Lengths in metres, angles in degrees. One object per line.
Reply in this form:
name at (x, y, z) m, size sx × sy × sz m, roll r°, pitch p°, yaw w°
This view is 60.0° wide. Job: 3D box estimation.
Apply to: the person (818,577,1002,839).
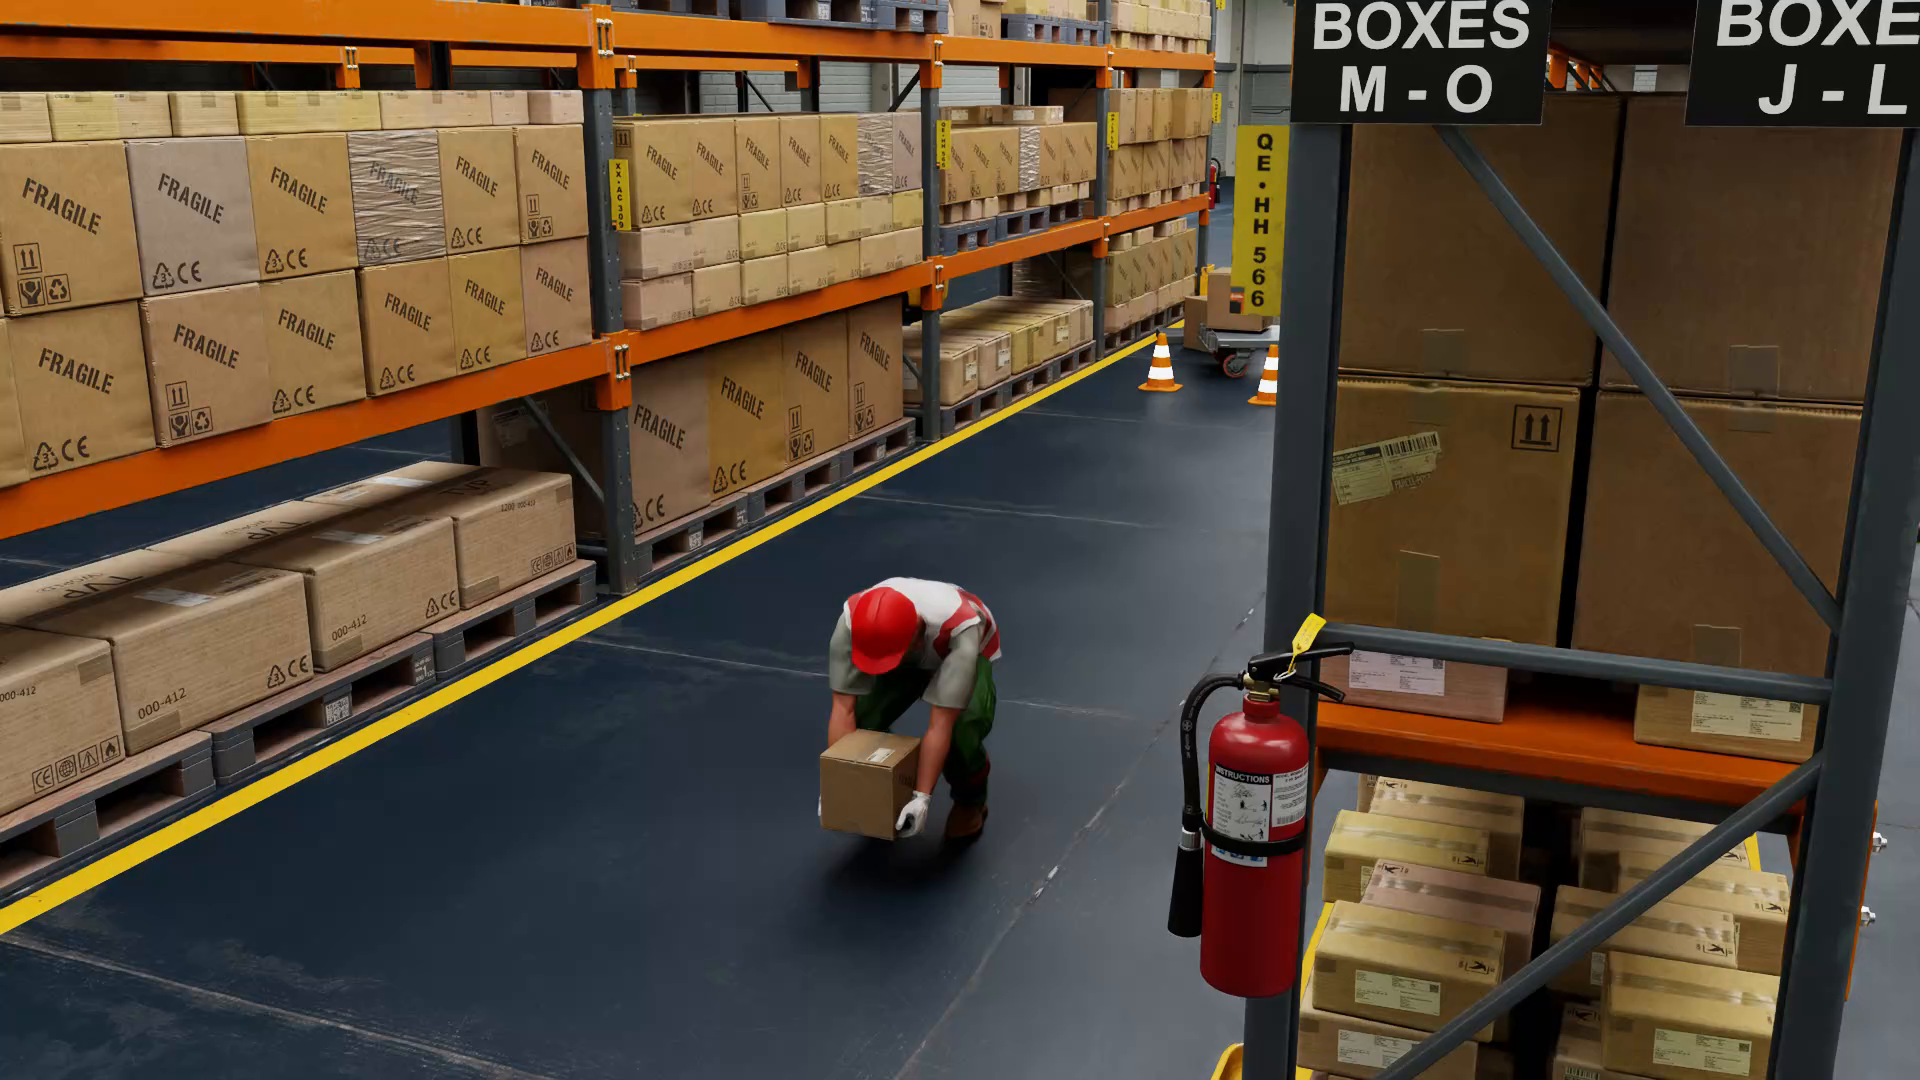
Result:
person at (-0.145, 0.535, 5.540) m, size 0.523 × 0.990 × 0.912 m, roll 5°, pitch 16°, yaw 19°
